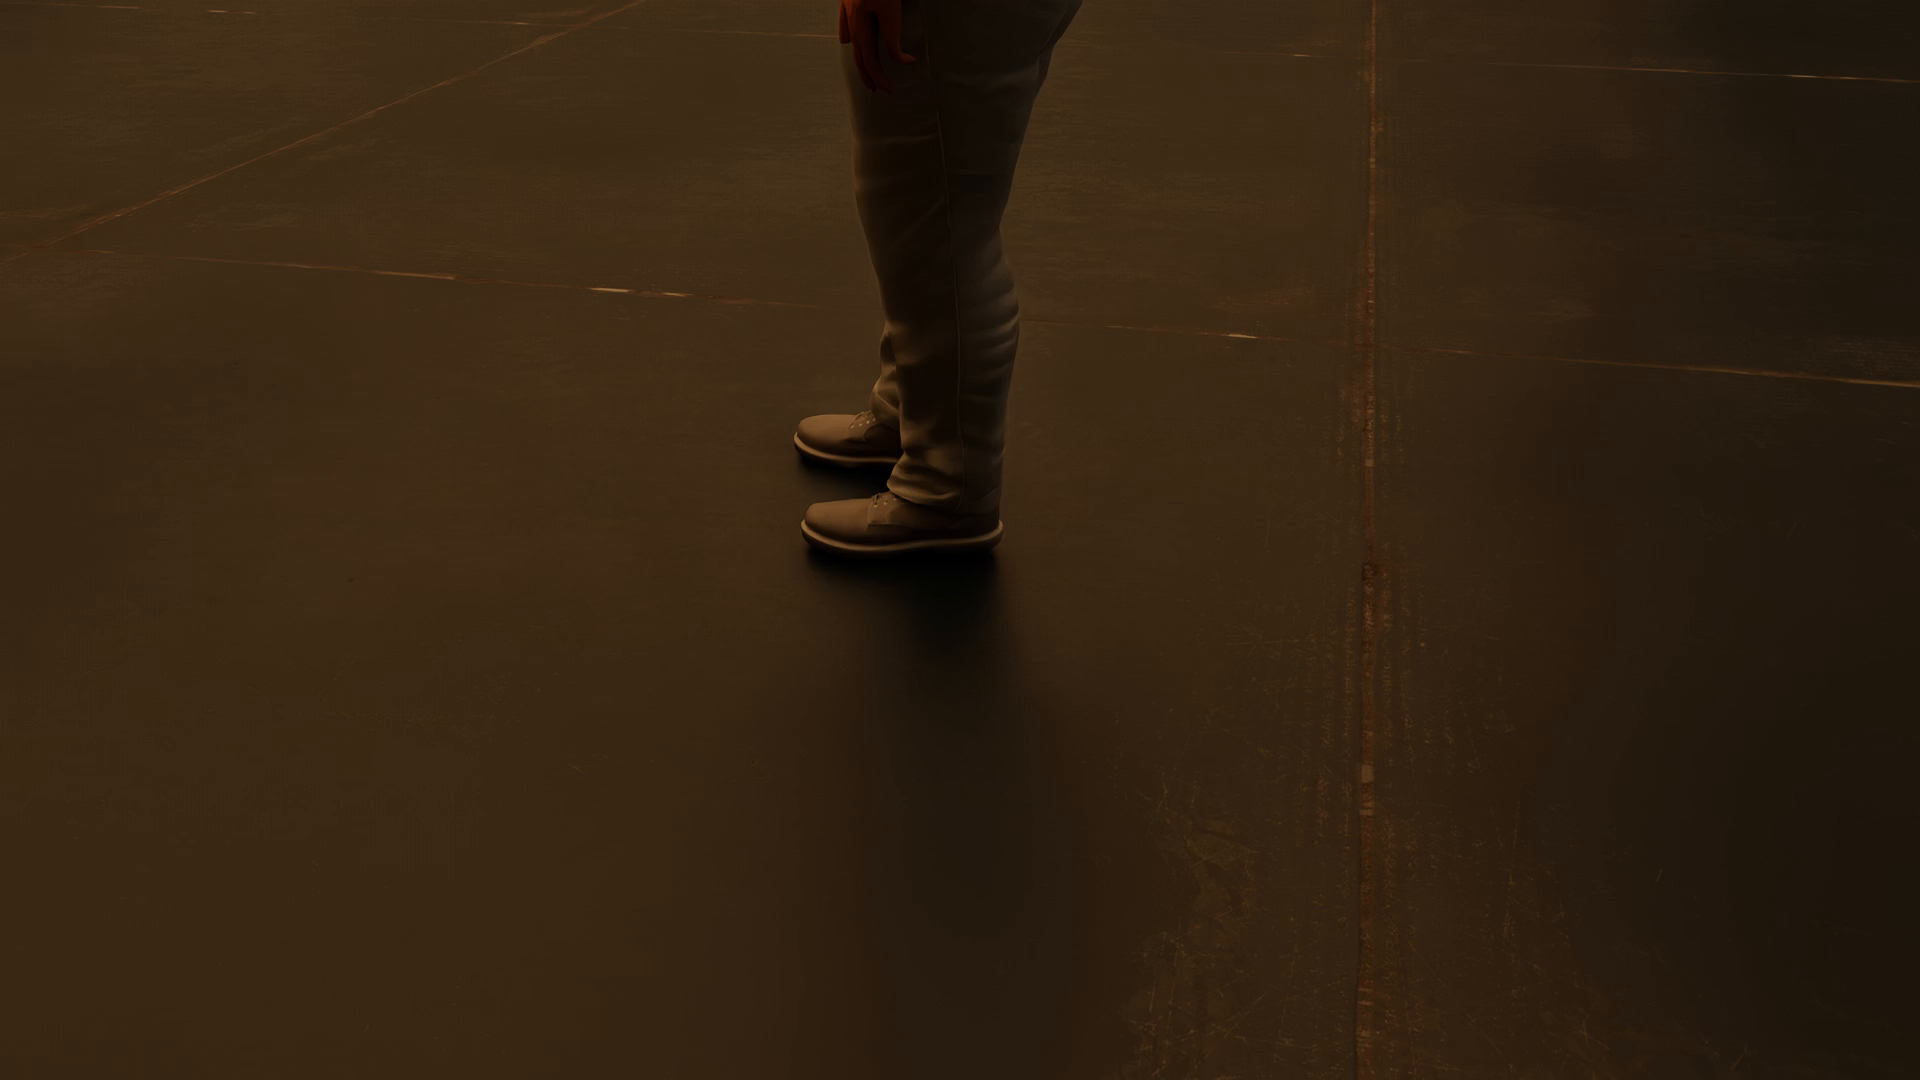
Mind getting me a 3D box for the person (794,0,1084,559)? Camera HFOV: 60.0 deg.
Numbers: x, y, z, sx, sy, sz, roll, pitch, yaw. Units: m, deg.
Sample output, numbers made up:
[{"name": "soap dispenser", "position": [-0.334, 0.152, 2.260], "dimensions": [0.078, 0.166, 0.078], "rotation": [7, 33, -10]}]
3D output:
[{"name": "person", "position": [-0.068, -0.772, 2.162], "dimensions": [0.529, 1.670, 0.585], "rotation": [6, 27, 11]}]
